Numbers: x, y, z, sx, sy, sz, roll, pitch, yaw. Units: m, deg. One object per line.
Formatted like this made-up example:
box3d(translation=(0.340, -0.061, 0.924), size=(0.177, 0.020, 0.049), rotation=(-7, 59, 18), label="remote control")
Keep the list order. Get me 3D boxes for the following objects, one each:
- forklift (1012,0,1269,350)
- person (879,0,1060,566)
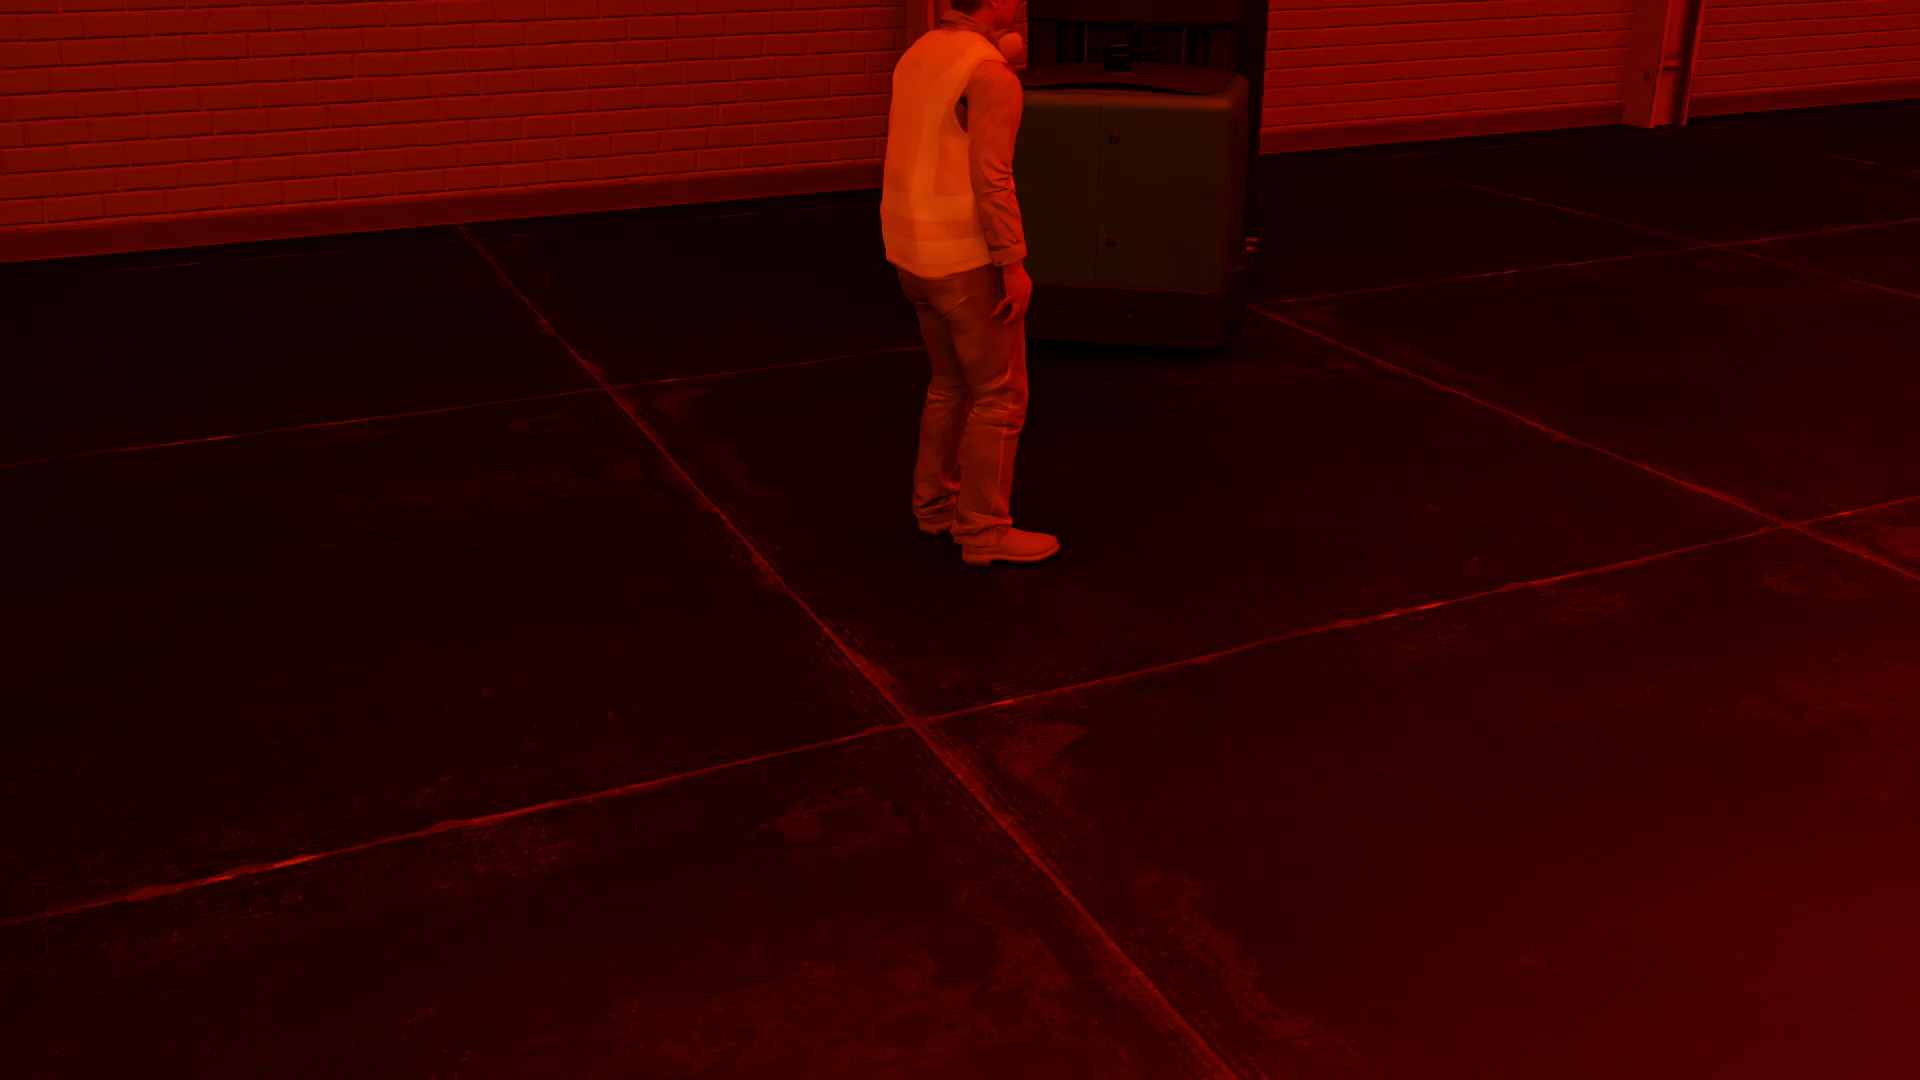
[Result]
box3d(translation=(0.909, -2.666, 7.704), size=(1.130, 2.935, 3.031), rotation=(5, 23, 13), label="forklift")
box3d(translation=(0.018, -0.824, 4.785), size=(0.463, 1.770, 0.580), rotation=(-11, 25, -25), label="person")
